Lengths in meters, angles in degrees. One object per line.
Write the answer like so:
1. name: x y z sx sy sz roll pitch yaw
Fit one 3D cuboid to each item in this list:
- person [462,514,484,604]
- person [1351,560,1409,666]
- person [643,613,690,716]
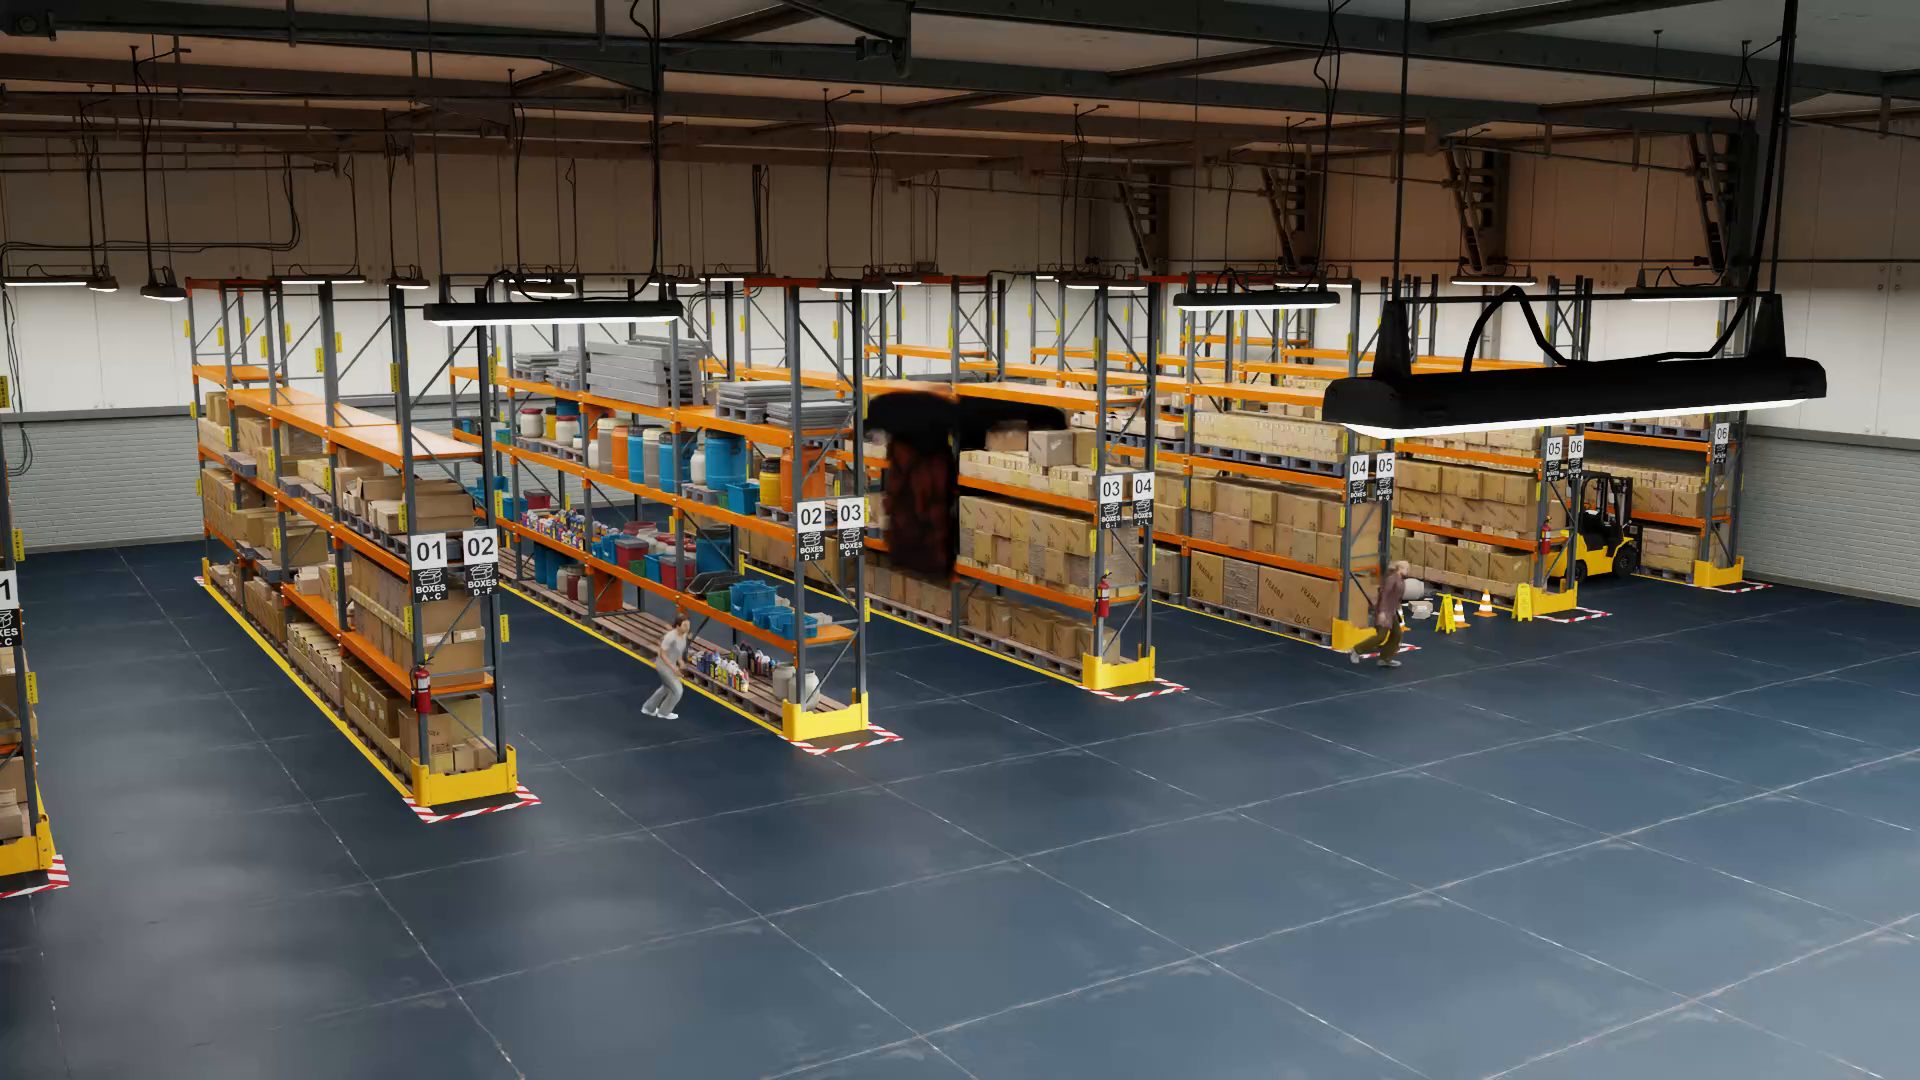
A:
1. person: -8.630 0.284 29.269 0.628 1.655 0.671 -5 11 -26
2. person: 6.604 1.142 26.115 0.766 1.691 0.882 6 11 34
3. person: -3.907 1.654 22.030 0.799 1.449 0.541 2 10 12
